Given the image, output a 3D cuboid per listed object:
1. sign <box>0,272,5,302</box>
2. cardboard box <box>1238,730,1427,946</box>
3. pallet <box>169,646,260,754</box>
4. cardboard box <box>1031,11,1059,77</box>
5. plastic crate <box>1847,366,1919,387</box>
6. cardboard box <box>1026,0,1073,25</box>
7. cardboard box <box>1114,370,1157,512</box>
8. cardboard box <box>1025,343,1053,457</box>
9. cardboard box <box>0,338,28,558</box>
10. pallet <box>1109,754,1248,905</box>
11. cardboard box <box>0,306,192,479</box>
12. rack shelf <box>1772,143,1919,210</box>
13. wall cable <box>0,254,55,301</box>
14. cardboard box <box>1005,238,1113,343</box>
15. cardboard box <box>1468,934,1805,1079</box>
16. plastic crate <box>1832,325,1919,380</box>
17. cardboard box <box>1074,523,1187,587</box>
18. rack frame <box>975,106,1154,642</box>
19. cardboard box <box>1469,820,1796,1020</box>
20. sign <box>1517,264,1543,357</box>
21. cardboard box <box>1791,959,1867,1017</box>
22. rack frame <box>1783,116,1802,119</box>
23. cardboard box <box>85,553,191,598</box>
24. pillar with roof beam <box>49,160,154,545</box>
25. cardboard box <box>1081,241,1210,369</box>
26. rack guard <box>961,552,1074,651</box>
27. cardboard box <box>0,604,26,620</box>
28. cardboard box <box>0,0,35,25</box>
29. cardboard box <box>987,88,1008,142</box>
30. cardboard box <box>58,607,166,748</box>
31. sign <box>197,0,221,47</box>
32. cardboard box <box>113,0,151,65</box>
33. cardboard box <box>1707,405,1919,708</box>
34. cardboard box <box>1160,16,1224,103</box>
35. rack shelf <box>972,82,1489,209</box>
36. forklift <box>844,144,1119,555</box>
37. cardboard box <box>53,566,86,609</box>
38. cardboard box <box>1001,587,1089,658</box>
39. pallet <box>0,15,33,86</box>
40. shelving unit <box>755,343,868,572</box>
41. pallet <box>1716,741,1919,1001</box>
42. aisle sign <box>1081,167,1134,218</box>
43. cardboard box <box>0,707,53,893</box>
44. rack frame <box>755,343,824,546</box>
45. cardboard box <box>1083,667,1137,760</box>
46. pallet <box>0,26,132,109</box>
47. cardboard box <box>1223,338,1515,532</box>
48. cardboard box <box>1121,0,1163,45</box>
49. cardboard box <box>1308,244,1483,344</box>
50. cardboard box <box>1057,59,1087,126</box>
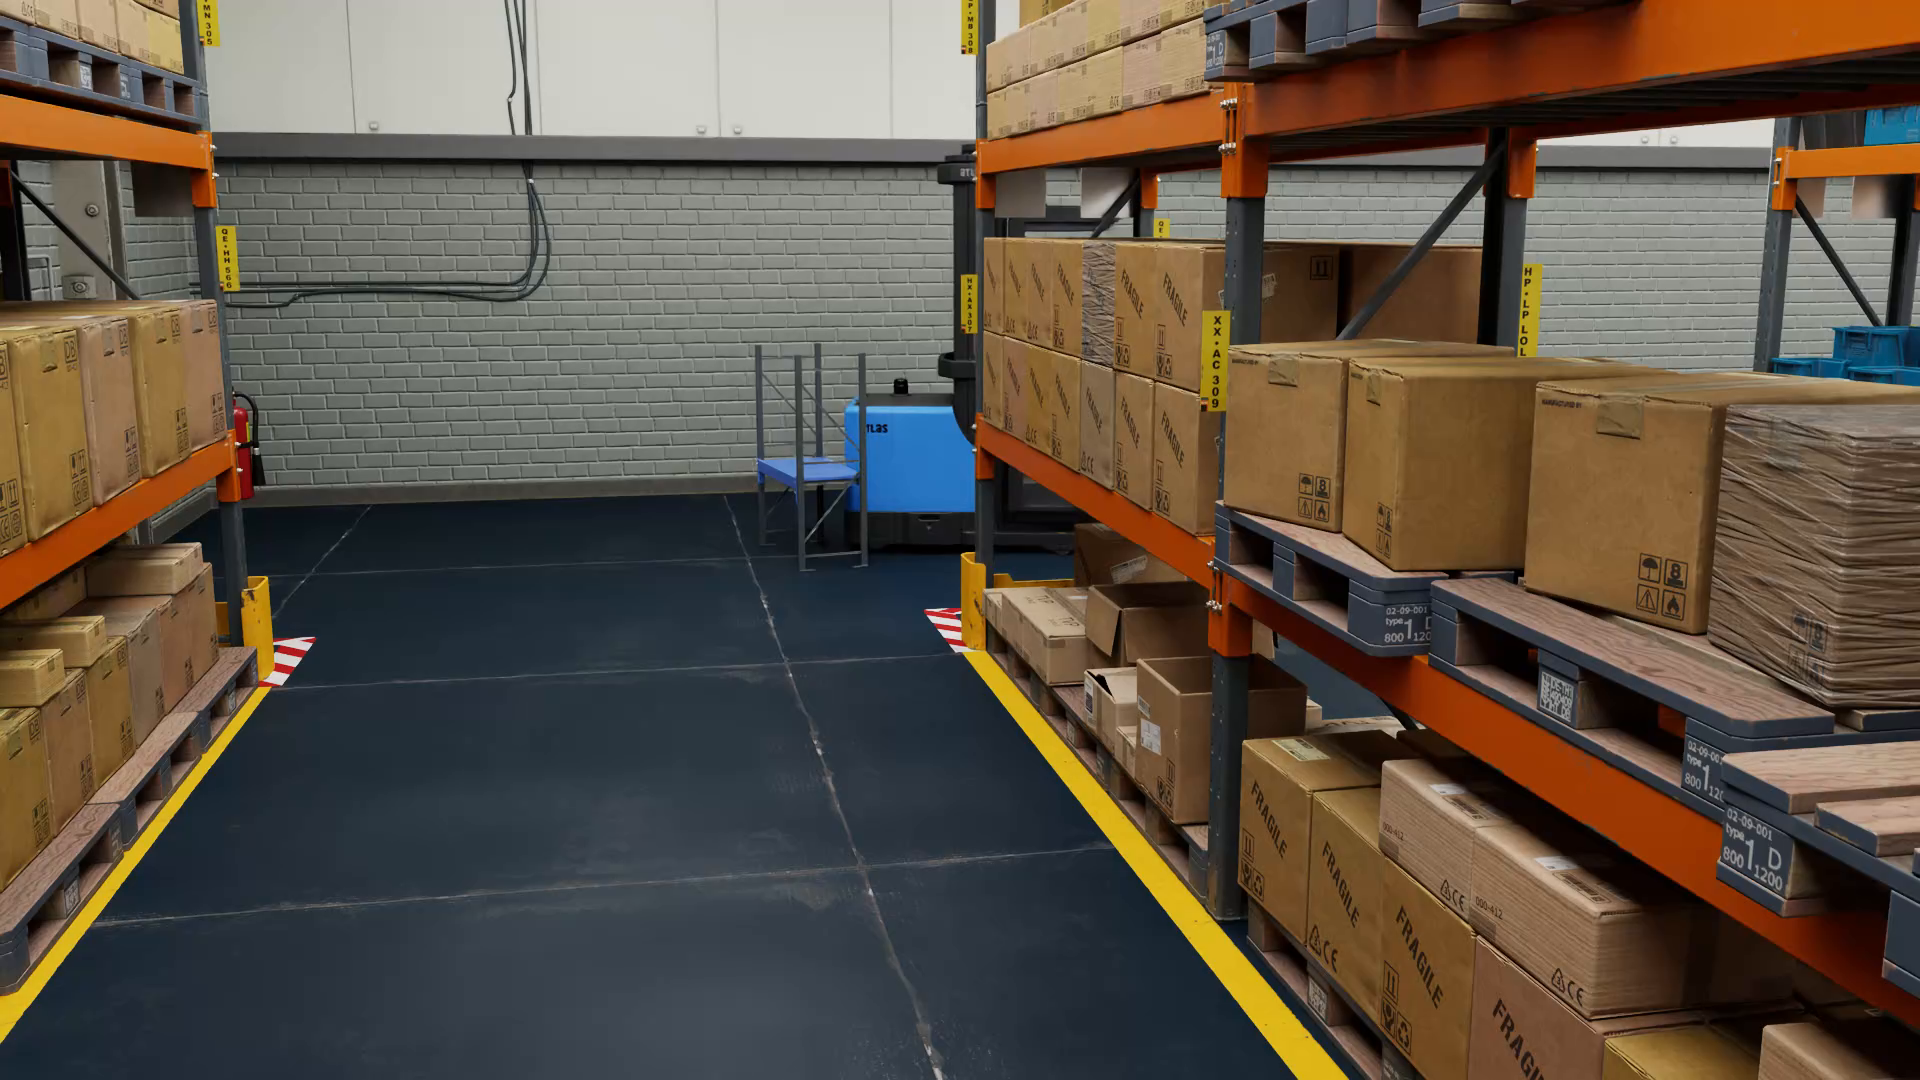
[{"bbox_3d":[-4.816,-1.176,8.327,0.100,0.325,0.005,-2,11,-11],"label":"sign"},{"bbox_3d":[1.221,0.931,5.291,0.500,0.500,0.500,-3,11,-14],"label":"cardboard box"},{"bbox_3d":[-4.038,0.783,8.021,1.003,0.211,1.213,-2,11,-11],"label":"pallet"},{"bbox_3d":[0.626,-2.270,7.644,0.500,0.250,0.500,-2,11,-11],"label":"cardboard box"},{"bbox_3d":[5.300,-0.861,9.483,0.416,0.233,0.300,-2,11,-11],"label":"plastic crate"},{"bbox_3d":[0.718,-2.737,8.092,0.700,0.500,0.500,-2,11,-11],"label":"cardboard box"},{"bbox_3d":[0.915,-0.404,6.531,0.500,0.500,0.500,-2,11,-9],"label":"cardboard box"},{"bbox_3d":[0.616,-0.684,7.998,0.500,0.500,0.500,-2,11,-11],"label":"cardboard box"},{"bbox_3d":[-3.582,-0.245,5.159,0.980,0.700,0.700,-2,11,-10],"label":"cardboard box"},{"bbox_3d":[1.233,1.066,6.534,1.003,0.211,1.213,-2,11,-11],"label":"pallet"},{"bbox_3d":[-4.009,-0.652,7.299,0.980,0.700,0.700,-2,11,-11],"label":"cardboard box"},{"bbox_3d":[5.836,-1.845,8.268,1.077,0.370,4.000,-2,11,-11],"label":"rack shelf"},{"bbox_3d":[-5.447,-1.431,9.474,0.084,1.984,1.851,-2,11,-11],"label":"wall cable"},{"bbox_3d":[0.525,-1.266,8.383,0.500,0.500,0.500,-2,11,-10],"label":"cardboard box"},{"bbox_3d":[1.523,1.213,3.809,0.500,0.500,0.500,-3,11,-13],"label":"cardboard box"},{"bbox_3d":[5.696,-1.084,10.113,0.616,0.435,0.499,-2,11,-11],"label":"plastic crate"},{"bbox_3d":[0.935,0.191,9.181,0.500,0.500,0.500,-2,11,-11],"label":"cardboard box"},{"bbox_3d":[0.588,-0.912,9.466,1.000,3.000,0.127,-2,11,-11],"label":"rack frame"},{"bbox_3d":[1.513,0.838,3.774,0.500,0.250,0.500,-2,11,-12],"label":"cardboard box"},{"bbox_3d":[1.909,-0.768,5.612,0.100,0.325,0.005,-2,11,-11],"label":"sign"},{"bbox_3d":[2.029,1.190,3.932,0.500,0.500,0.500,-3,11,-13],"label":"cardboard box"},{"bbox_3d":[5.447,-4.039,9.847,1.000,3.000,0.127,-2,11,-11],"label":"rack frame"},{"bbox_3d":[-3.782,0.160,7.659,0.380,0.149,0.250,-2,11,-9],"label":"cardboard box"},{"bbox_3d":[-1.421,-4.299,11.214,9.100,9.000,0.400,-2,11,-11],"label":"pillar with roof beam"},{"bbox_3d":[0.813,-0.988,6.925,0.500,0.500,0.500,-2,11,-11],"label":"cardboard box"},{"bbox_3d":[0.603,0.330,9.626,1.175,0.500,0.348,-2,11,-11],"label":"rack guard"},{"bbox_3d":[-3.960,0.360,6.611,0.380,0.149,0.250,-2,11,-12],"label":"cardboard box"},{"bbox_3d":[-3.453,-1.883,5.556,0.500,0.250,0.500,-2,11,-12],"label":"cardboard box"},{"bbox_3d":[0.438,-2.208,8.656,0.500,0.250,0.500,-2,11,-11],"label":"cardboard box"},{"bbox_3d":[-3.840,0.599,7.088,0.700,0.500,0.500,-2,11,-13],"label":"cardboard box"},{"bbox_3d":[-3.736,-2.618,8.250,0.100,0.325,0.005,-2,11,-11],"label":"sign"},{"bbox_3d":[-3.765,-2.166,7.044,0.500,0.250,0.500,-3,11,-13],"label":"cardboard box"},{"bbox_3d":[1.920,0.014,3.211,0.700,0.500,0.500,0,11,0],"label":"cardboard box"},{"bbox_3d":[1.010,-1.658,5.762,0.500,0.250,0.500,-2,11,-11],"label":"cardboard box"},{"bbox_3d":[0.977,-1.665,7.325,1.077,0.370,4.000,-2,11,-11],"label":"rack shelf"},{"bbox_3d":[0.674,-1.432,12.381,3.031,2.935,1.130,0,11,2],"label":"forklift"},{"bbox_3d":[-4.109,0.220,7.347,0.380,0.149,0.250,-2,11,-11],"label":"cardboard box"},{"bbox_3d":[0.513,0.424,8.622,0.500,0.250,0.500,-2,11,-11],"label":"cardboard box"},{"bbox_3d":[-3.641,-1.578,5.179,1.003,0.211,1.213,-2,11,-11],"label":"pallet"},{"bbox_3d":[-1.078,-0.623,11.957,0.538,1.500,1.048,-4,12,-22],"label":"shelving unit"},{"bbox_3d":[1.943,0.528,2.414,1.213,0.211,1.003,-2,11,-11],"label":"pallet"},{"bbox_3d":[0.875,-2.213,9.347,0.394,0.787,0.004,-2,11,-11],"label":"aisle sign"},{"bbox_3d":[-3.537,0.883,5.596,0.700,0.500,0.500,-2,11,-10],"label":"cardboard box"},{"bbox_3d":[-1.270,-0.711,12.420,0.500,1.500,0.032,-4,12,-22],"label":"rack frame"},{"bbox_3d":[0.831,0.695,7.039,0.500,0.311,0.500,-2,11,-11],"label":"cardboard box"},{"bbox_3d":[-3.875,-1.801,6.353,1.003,0.211,1.213,-2,11,-11],"label":"pallet"},{"bbox_3d":[1.239,-0.339,5.063,0.700,0.500,0.500,-6,12,-30],"label":"cardboard box"},{"bbox_3d":[0.911,-1.995,6.197,0.500,0.250,0.500,-2,11,-11],"label":"cardboard box"},{"bbox_3d":[1.550,-0.815,6.016,0.500,0.500,0.500,-2,11,-10],"label":"cardboard box"},{"bbox_3d":[0.725,-1.933,7.209,0.500,0.250,0.500,-2,11,-11],"label":"cardboard box"}]
